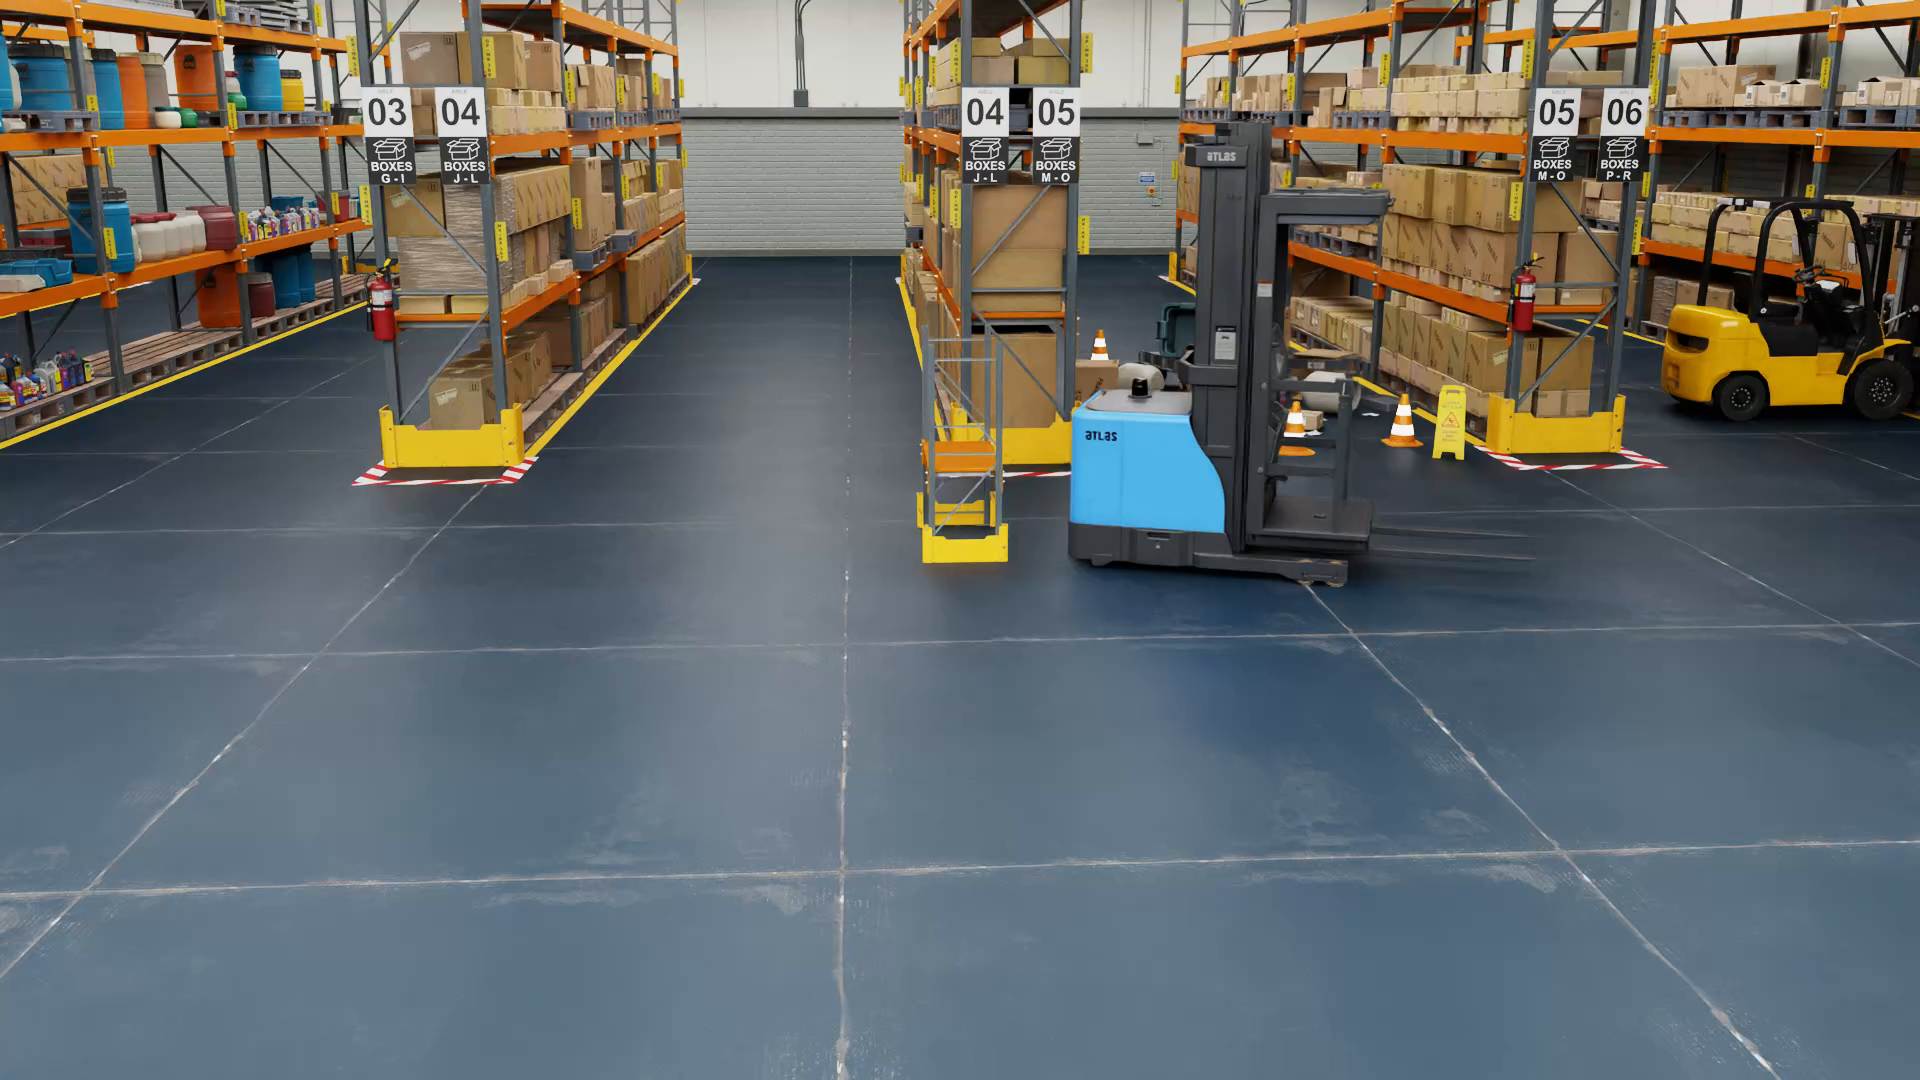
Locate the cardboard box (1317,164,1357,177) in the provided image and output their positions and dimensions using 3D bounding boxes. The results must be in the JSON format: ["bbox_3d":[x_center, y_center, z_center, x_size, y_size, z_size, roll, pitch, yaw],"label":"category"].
[{"bbox_3d":[5.161,-4.915,22.903,0.500,0.500,0.500,-1,14,-5],"label":"cardboard box"}]

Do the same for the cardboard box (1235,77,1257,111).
[{"bbox_3d":[4.465,-6.732,25.108,0.500,0.500,0.500,-1,14,-4],"label":"cardboard box"}]

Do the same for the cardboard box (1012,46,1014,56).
[{"bbox_3d":[0.697,-4.665,15.979,0.380,0.149,0.250,-1,14,-3],"label":"cardboard box"}]

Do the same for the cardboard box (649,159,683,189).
[{"bbox_3d":[-5.146,-6.410,29.120,0.500,0.500,0.500,-1,14,-3],"label":"cardboard box"}]

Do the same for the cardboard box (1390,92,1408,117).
[{"bbox_3d":[4.950,-4.672,17.849,0.500,0.250,0.500,-1,14,-5],"label":"cardboard box"}]

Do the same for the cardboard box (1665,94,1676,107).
[{"bbox_3d":[9.620,-5.834,22.086,0.380,0.166,0.250,-1,14,-4],"label":"cardboard box"}]

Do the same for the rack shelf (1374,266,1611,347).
[{"bbox_3d":[5.319,-2.416,16.839,1.077,0.370,4.000,-1,14,-3],"label":"rack shelf"}]

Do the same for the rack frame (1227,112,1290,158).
[{"bbox_3d":[4.700,-5.251,26.415,1.000,3.000,0.127,-1,14,-3],"label":"rack frame"}]

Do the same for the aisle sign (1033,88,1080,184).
[{"bbox_3d":[0.813,-3.411,14.047,0.394,0.787,0.004,-1,14,-3],"label":"aisle sign"}]

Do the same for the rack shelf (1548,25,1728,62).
[{"bbox_3d":[9.778,-7.195,24.176,1.077,0.370,4.000,-1,14,-3],"label":"rack shelf"}]

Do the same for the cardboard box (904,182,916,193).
[{"bbox_3d":[-0.669,-5.414,25.517,0.380,0.149,0.250,0,14,-1],"label":"cardboard box"}]

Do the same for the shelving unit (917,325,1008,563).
[{"bbox_3d":[0.005,-0.707,11.766,0.587,1.500,1.083,-1,14,-3],"label":"shelving unit"}]

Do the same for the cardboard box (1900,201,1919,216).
[{"bbox_3d":[10.032,-3.443,17.287,0.380,0.149,0.250,-1,14,-4],"label":"cardboard box"}]

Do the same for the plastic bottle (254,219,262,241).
[{"bbox_3d":[-9.582,-4.232,22.689,0.061,0.283,0.133,-1,14,-3],"label":"plastic bottle"}]

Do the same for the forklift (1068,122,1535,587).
[{"bbox_3d":[2.310,-1.260,11.040,3.031,2.935,1.130,4,15,15],"label":"forklift"}]

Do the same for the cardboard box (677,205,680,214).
[{"bbox_3d":[-5.041,-5.698,28.658,0.380,0.149,0.250,-1,14,-2],"label":"cardboard box"}]

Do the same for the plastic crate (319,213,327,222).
[{"bbox_3d":[-10.021,-5.041,26.007,0.396,0.136,0.243,-1,14,-3],"label":"plastic crate"}]

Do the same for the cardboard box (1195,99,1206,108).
[{"bbox_3d":[4.290,-7.555,28.809,0.380,0.149,0.250,0,14,-1],"label":"cardboard box"}]

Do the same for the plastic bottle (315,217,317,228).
[{"bbox_3d":[-9.753,-4.804,25.076,0.097,0.201,0.097,0,14,0],"label":"plastic bottle"}]

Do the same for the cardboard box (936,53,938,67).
[{"bbox_3d":[-0.055,-5.033,17.409,0.380,0.149,0.250,-1,14,-3],"label":"cardboard box"}]

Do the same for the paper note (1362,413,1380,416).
[{"bbox_3d":[4.192,-1.286,16.965,0.142,0.019,0.148,-6,16,-23],"label":"paper note"}]

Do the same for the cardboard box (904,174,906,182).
[{"bbox_3d":[-0.730,-6.221,29.387,0.500,0.500,0.500,0,14,-1],"label":"cardboard box"}]

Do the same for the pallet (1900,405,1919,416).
[{"bbox_3d":[10.236,-1.486,17.378,1.003,0.211,1.213,-1,14,-3],"label":"pallet"}]

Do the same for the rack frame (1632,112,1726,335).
[{"bbox_3d":[9.902,-4.334,22.851,1.000,3.000,0.127,-1,14,-3],"label":"rack frame"}]

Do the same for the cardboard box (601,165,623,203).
[{"bbox_3d":[-4.972,-4.820,22.525,0.797,0.503,0.637,0,14,-2],"label":"cardboard box"}]

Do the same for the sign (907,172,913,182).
[{"bbox_3d":[-0.775,-5.559,25.873,0.100,0.325,0.005,-1,14,-3],"label":"sign"}]

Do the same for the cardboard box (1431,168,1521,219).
[{"bbox_3d":[5.143,-3.445,16.590,0.700,0.500,0.500,-1,14,-4],"label":"cardboard box"}]

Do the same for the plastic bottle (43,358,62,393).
[{"bbox_3d":[-9.279,-1.678,16.963,0.144,0.351,0.185,-1,14,-4],"label":"plastic bottle"}]

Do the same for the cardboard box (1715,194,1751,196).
[{"bbox_3d":[10.207,-4.490,21.955,0.380,0.149,0.250,-1,14,-3],"label":"cardboard box"}]

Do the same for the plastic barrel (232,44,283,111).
[{"bbox_3d":[-9.876,-6.498,23.395,0.600,0.901,0.708,-1,14,-3],"label":"plastic barrel"}]

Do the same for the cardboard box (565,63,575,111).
[{"bbox_3d":[-4.626,-4.933,18.109,0.797,0.503,0.637,-2,15,-6],"label":"cardboard box"}]

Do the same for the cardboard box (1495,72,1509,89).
[{"bbox_3d":[5.116,-4.191,15.181,0.380,0.149,0.250,-1,14,-4],"label":"cardboard box"}]

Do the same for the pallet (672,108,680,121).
[{"bbox_3d":[-5.382,-7.318,28.608,1.003,0.211,1.213,-1,14,-3],"label":"pallet"}]

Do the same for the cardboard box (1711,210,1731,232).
[{"bbox_3d":[9.786,-4.008,20.880,0.500,0.250,0.500,-1,14,-3],"label":"cardboard box"}]

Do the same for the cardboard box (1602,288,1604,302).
[{"bbox_3d":[9.605,-3.683,24.496,0.500,0.500,0.500,0,14,-1],"label":"cardboard box"}]

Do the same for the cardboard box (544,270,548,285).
[{"bbox_3d":[-4.361,-2.626,16.718,0.380,0.149,0.250,-1,14,-3],"label":"cardboard box"}]

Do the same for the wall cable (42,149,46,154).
[{"bbox_3d":[-20.264,-8.677,33.923,3.097,2.526,0.112,-1,14,-3],"label":"wall cable"}]

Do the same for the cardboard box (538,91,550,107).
[{"bbox_3d":[-4.317,-4.408,16.620,0.380,0.149,0.250,-1,14,-5],"label":"cardboard box"}]

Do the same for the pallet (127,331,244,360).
[{"bbox_3d":[-9.877,-2.483,21.254,1.003,0.211,1.213,-1,14,-3],"label":"pallet"}]

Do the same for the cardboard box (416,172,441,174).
[{"bbox_3d":[-4.793,-3.172,15.531,0.500,0.500,0.500,-1,14,-3],"label":"cardboard box"}]

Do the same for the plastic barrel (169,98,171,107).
[{"bbox_3d":[-10.173,-5.452,20.951,0.421,0.512,0.421,0,14,0],"label":"plastic barrel"}]

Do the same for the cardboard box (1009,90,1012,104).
[{"bbox_3d":[0.684,-4.340,16.317,0.380,0.149,0.250,-1,14,-4],"label":"cardboard box"}]

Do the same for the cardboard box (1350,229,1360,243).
[{"bbox_3d":[4.838,-3.596,19.645,0.380,0.149,0.250,-1,14,-4],"label":"cardboard box"}]

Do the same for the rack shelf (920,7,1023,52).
[{"bbox_3d":[0.137,-6.021,19.613,1.077,0.370,4.000,-1,14,-3],"label":"rack shelf"}]

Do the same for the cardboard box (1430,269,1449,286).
[{"bbox_3d":[5.008,-2.676,16.911,0.380,0.149,0.250,-1,14,-4],"label":"cardboard box"}]

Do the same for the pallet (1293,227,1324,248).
[{"bbox_3d":[5.098,-3.988,21.891,1.213,0.211,1.003,-1,14,-3],"label":"pallet"}]

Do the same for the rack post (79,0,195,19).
[{"bbox_3d":[-9.847,-6.523,18.917,1.013,1.000,3.121,-1,14,-3],"label":"rack post"}]

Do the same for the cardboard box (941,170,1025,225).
[{"bbox_3d":[0.250,-3.663,17.776,0.875,0.550,0.550,-1,14,-3],"label":"cardboard box"}]

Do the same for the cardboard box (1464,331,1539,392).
[{"bbox_3d":[5.133,-1.697,15.772,0.500,0.500,0.500,-1,14,-3],"label":"cardboard box"}]

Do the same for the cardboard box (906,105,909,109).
[{"bbox_3d":[-0.629,-7.272,27.547,0.500,0.250,0.500,-1,14,-6],"label":"cardboard box"}]

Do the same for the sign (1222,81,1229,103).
[{"bbox_3d":[4.146,-6.984,25.933,0.100,0.325,0.005,-1,14,-3],"label":"sign"}]
